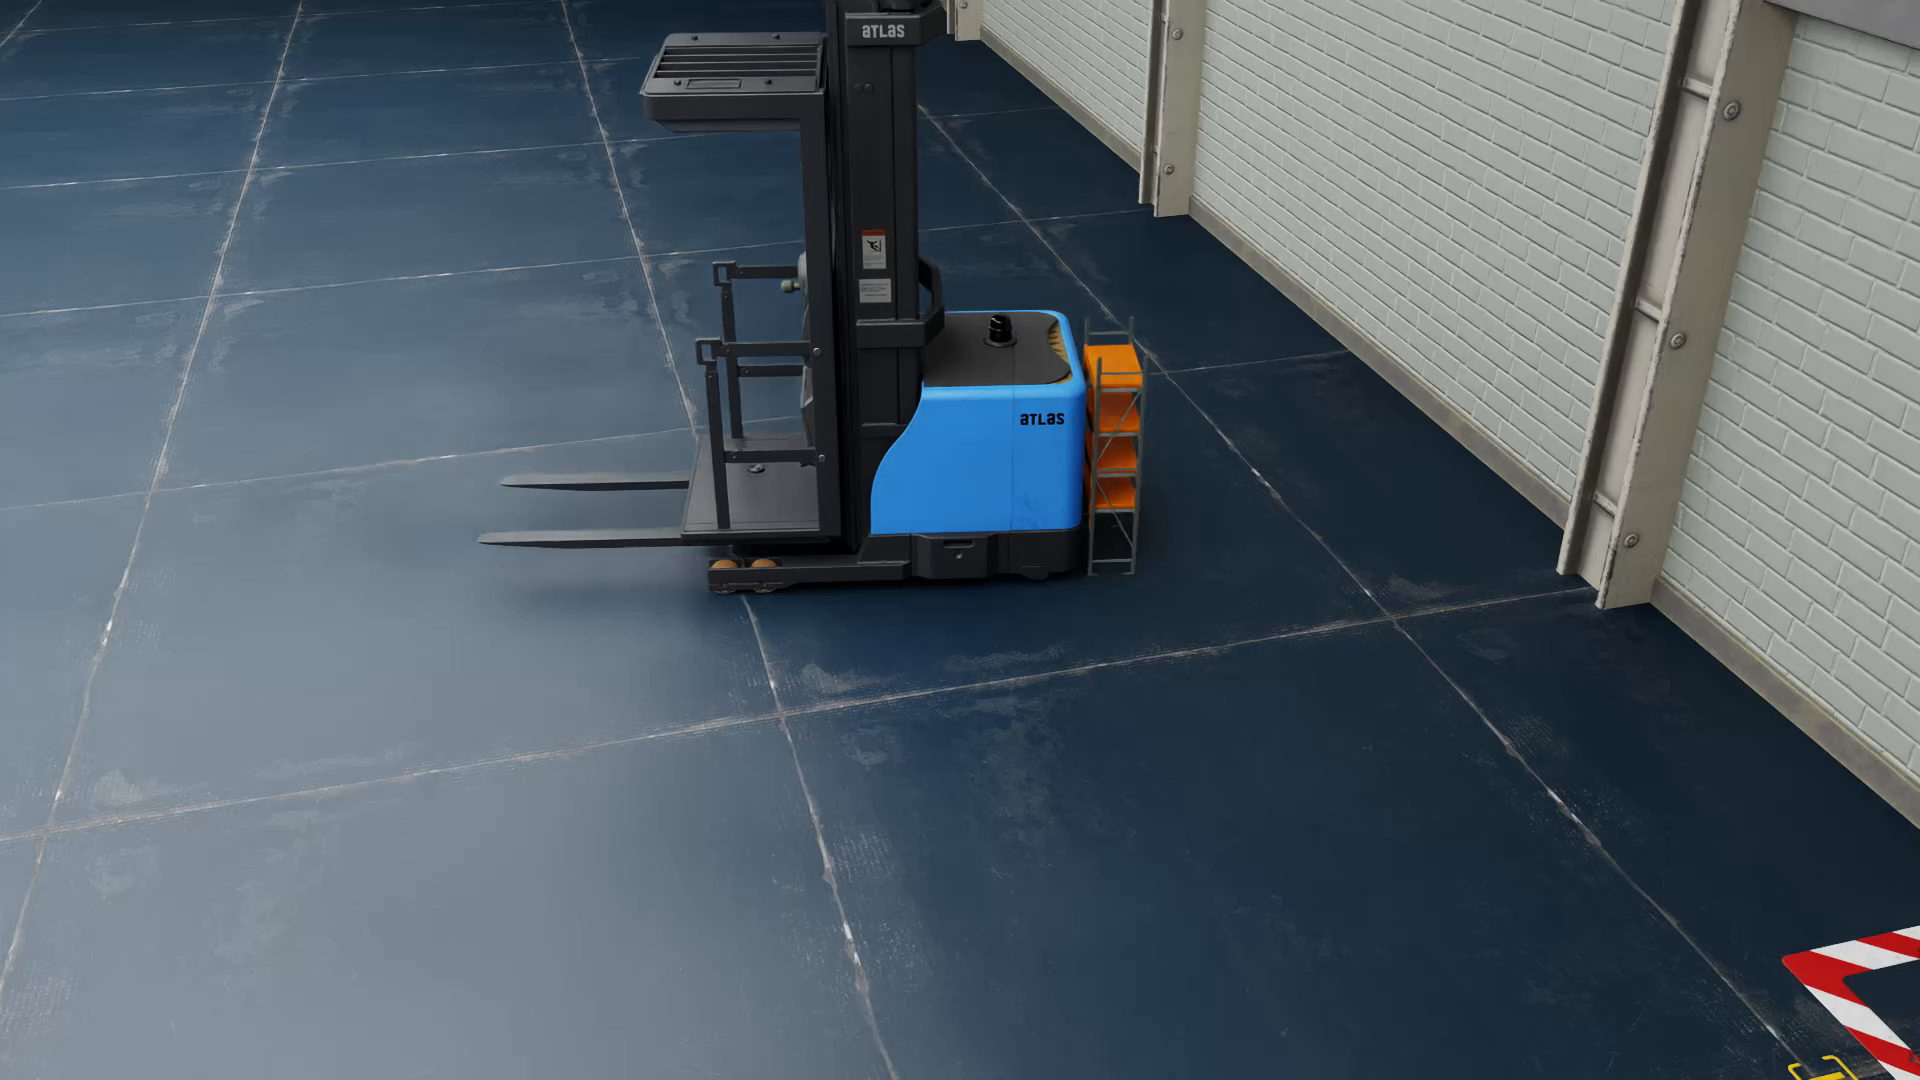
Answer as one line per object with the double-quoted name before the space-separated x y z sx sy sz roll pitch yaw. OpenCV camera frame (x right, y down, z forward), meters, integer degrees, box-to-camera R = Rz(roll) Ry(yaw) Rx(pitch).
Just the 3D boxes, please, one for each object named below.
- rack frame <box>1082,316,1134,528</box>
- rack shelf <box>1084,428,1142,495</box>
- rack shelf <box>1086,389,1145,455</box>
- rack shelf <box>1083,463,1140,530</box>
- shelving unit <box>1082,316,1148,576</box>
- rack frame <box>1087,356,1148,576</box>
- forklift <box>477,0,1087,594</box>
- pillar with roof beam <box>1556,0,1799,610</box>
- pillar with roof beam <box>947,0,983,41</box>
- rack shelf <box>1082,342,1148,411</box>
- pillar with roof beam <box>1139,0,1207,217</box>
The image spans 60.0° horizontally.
"rack frame" 0.744 -0.587 8.567 0.240 1.200 0.015 -1 30 -2
"rack shelf" 0.756 -0.407 8.390 0.258 0.148 0.480 -1 30 -2
"rack shelf" 0.756 -0.601 8.278 0.258 0.148 0.480 -1 30 -2
"rack shelf" 0.756 -0.235 8.489 0.258 0.148 0.480 -1 30 -2
"shelving unit" 0.756 -0.465 8.356 0.258 1.200 0.503 -1 30 -2
"rack frame" 0.768 -0.343 8.145 0.240 1.200 0.015 -1 30 -2
"forklift" -0.915 -1.272 8.022 3.031 2.935 1.130 -1 30 -2
"pillar with roof beam" -0.909 -3.096 5.116 9.100 9.000 0.400 -8 31 -13
"pillar with roof beam" -4.094 -8.892 15.129 9.100 9.000 0.400 -8 31 -13
"rack shelf" 0.756 -0.805 8.159 0.258 0.148 0.480 -1 30 -2
"pillar with roof beam" -2.502 -5.994 10.123 9.100 9.000 0.400 -8 31 -13
